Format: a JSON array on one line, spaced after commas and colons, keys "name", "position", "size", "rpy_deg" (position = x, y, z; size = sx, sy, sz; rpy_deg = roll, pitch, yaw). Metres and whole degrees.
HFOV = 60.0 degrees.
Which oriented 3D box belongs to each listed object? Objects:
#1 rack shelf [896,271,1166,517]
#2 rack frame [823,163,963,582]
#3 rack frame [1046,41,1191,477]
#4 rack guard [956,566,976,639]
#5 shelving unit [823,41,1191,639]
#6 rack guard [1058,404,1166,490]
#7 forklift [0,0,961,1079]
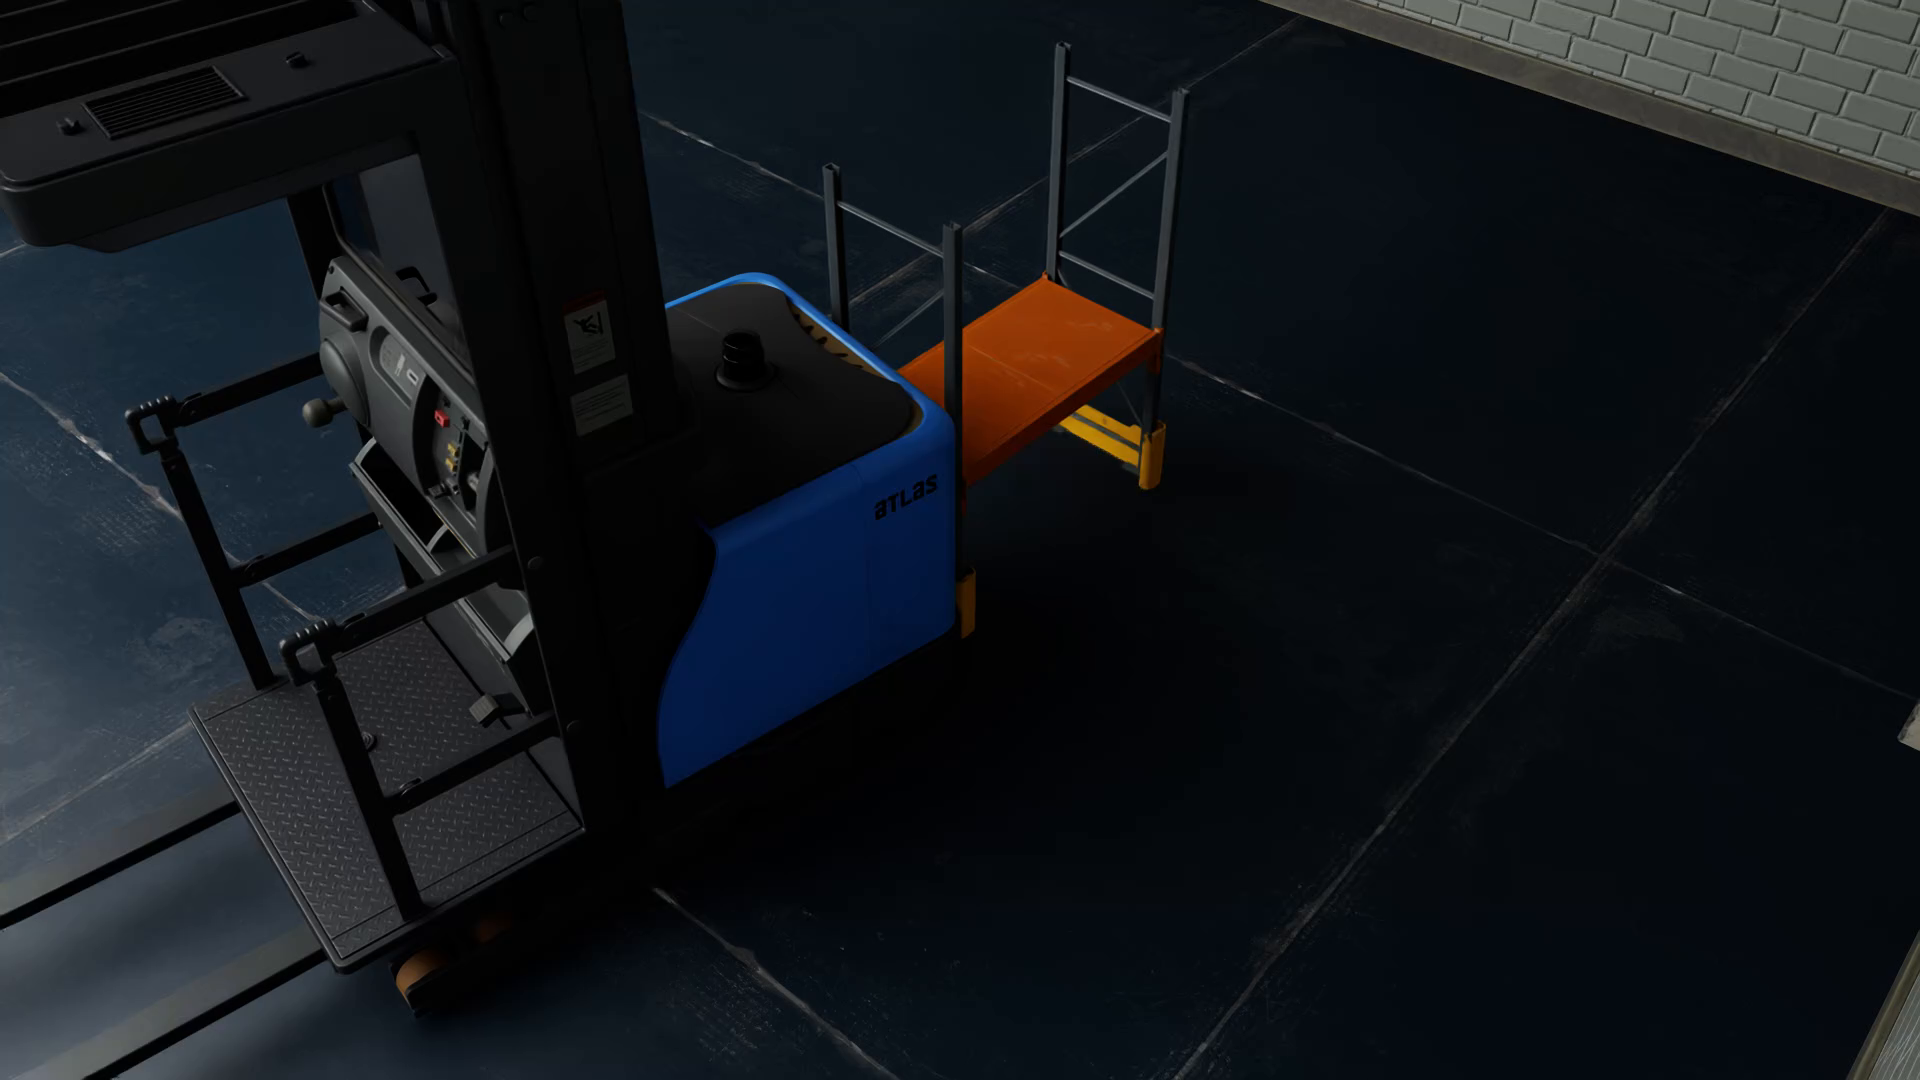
[{"name": "rack shelf", "position": [0.153, -0.502, 5.425], "size": [0.538, 0.185, 1.000], "rpy_deg": [31, 51, 30]}, {"name": "rack frame", "position": [-0.188, -0.381, 5.025], "size": [0.500, 1.500, 0.032], "rpy_deg": [31, 51, 30]}, {"name": "rack frame", "position": [0.493, -0.888, 5.583], "size": [0.500, 1.500, 0.032], "rpy_deg": [31, 51, 30]}, {"name": "rack guard", "position": [-0.187, 0.081, 5.447], "size": [0.587, 0.250, 0.087], "rpy_deg": [31, 51, 30]}, {"name": "shelving unit", "position": [0.147, -0.630, 5.299], "size": [0.587, 1.500, 1.083], "rpy_deg": [31, 51, 30]}, {"name": "rack guard", "position": [0.480, -0.416, 5.993], "size": [0.587, 0.250, 0.087], "rpy_deg": [31, 51, 30]}, {"name": "forklift", "position": [-1.469, -0.259, 3.828], "size": [3.031, 2.935, 1.130], "rpy_deg": [-28, 49, -27]}]
